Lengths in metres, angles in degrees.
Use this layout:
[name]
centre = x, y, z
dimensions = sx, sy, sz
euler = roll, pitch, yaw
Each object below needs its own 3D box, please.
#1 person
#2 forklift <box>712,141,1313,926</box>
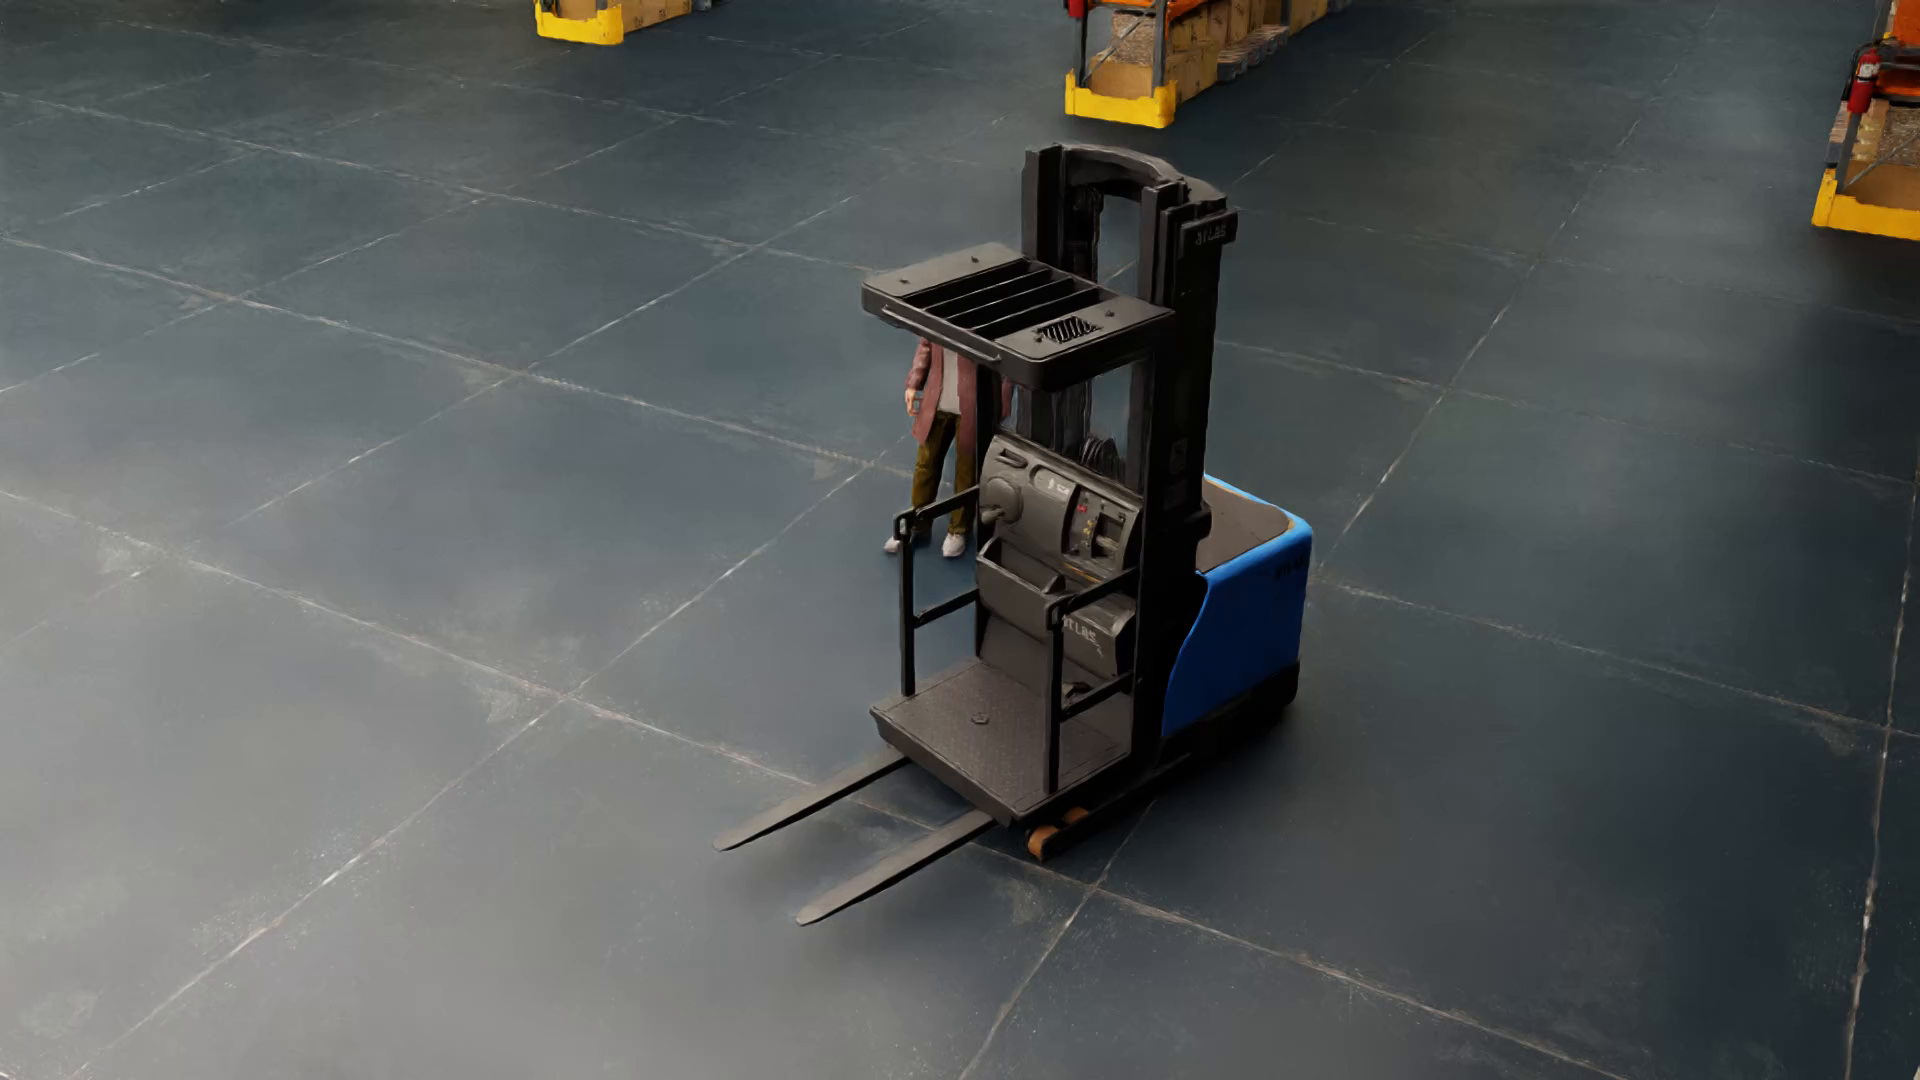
[person]
centre = -0.048, -0.737, 9.488
dimensions = 0.694, 1.776, 0.580
euler = 15, 33, 25
[forklift]
centre = 0.274, -0.120, 7.278
dimensions = 3.031, 2.935, 1.130
euler = -24, 37, -35
